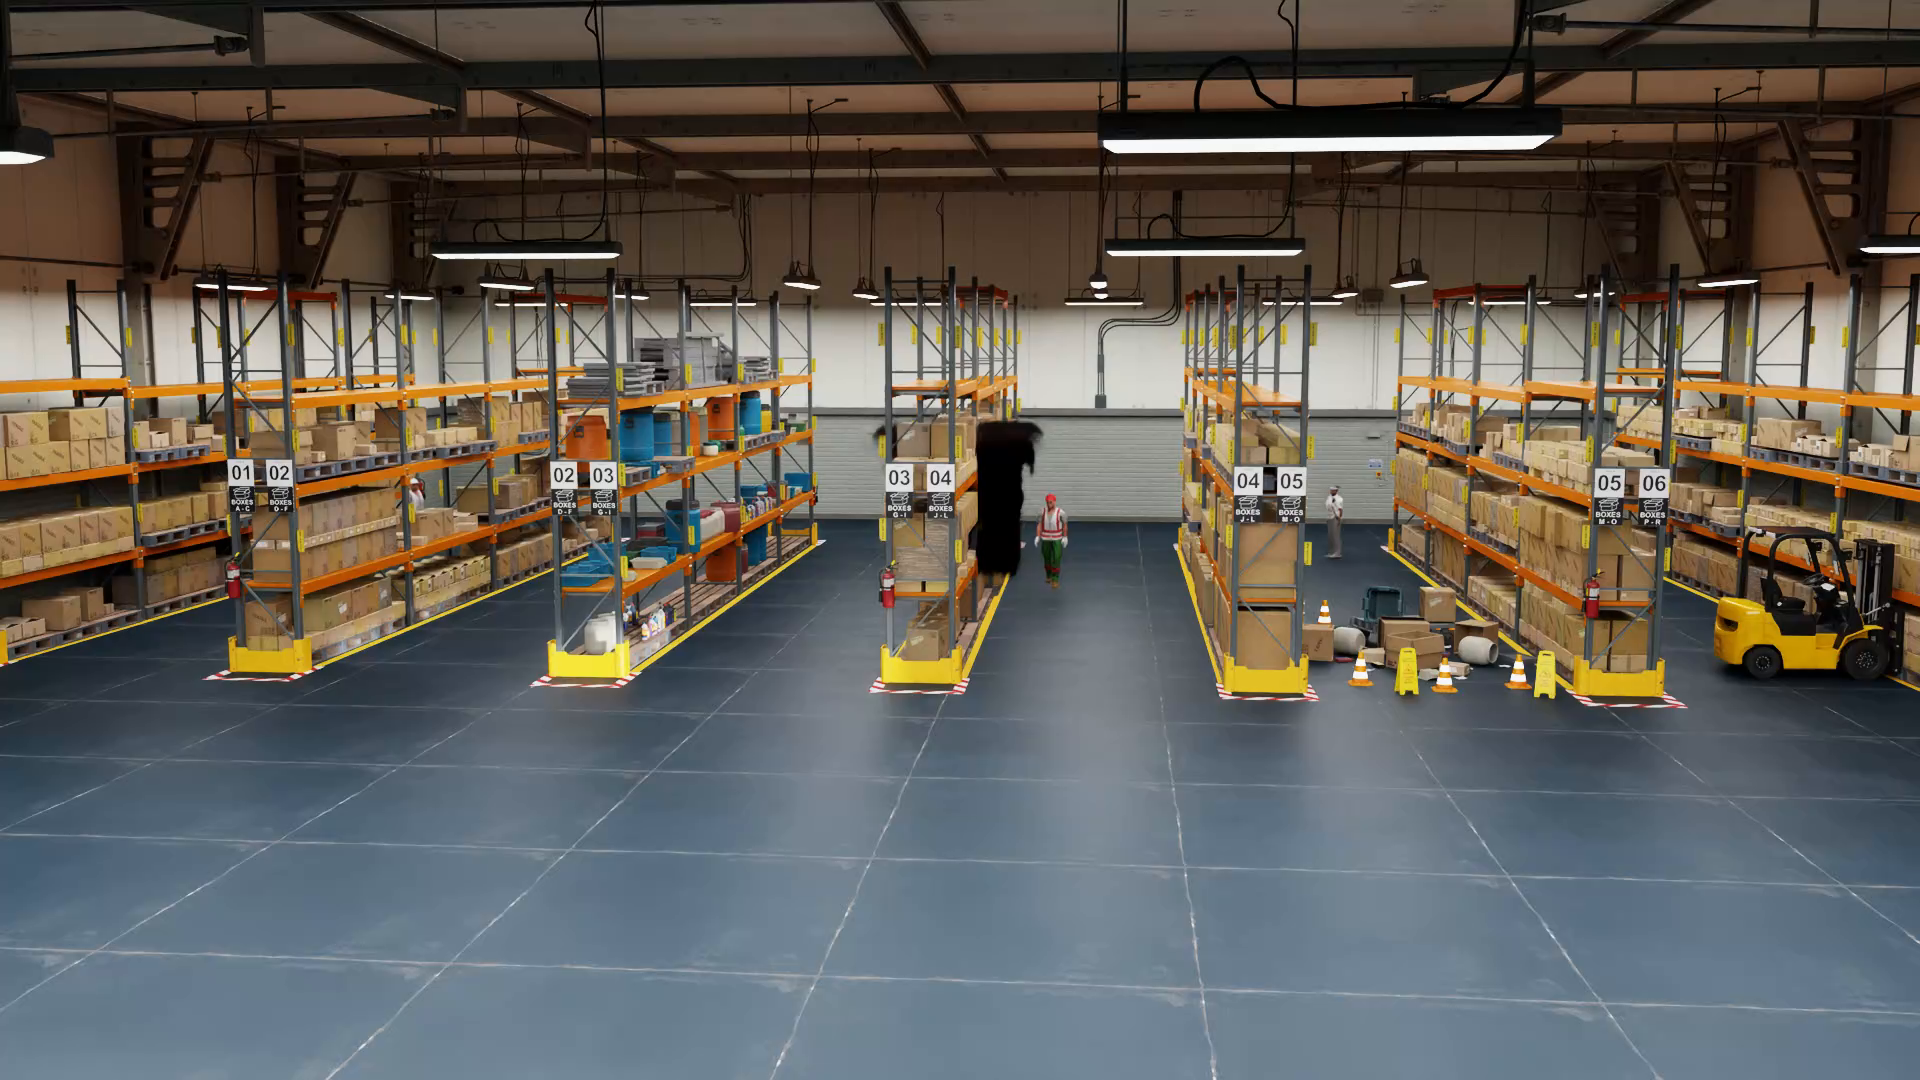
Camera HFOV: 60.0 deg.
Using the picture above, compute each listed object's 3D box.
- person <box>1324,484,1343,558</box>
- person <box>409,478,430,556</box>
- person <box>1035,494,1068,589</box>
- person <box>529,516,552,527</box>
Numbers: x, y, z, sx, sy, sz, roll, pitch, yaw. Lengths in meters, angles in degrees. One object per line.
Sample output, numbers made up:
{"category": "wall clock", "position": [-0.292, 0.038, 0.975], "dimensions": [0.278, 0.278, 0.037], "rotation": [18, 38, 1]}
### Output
{"category": "person", "position": [8.526, -0.426, 37.995], "dimensions": [0.365, 1.732, 0.502], "rotation": [-1, 7, -9]}
{"category": "person", "position": [-12.456, -0.514, 38.142], "dimensions": [0.383, 1.811, 0.568], "rotation": [2, 7, 15]}
{"category": "person", "position": [1.733, -0.002, 31.537], "dimensions": [0.624, 1.752, 0.964], "rotation": [1, 7, 5]}
{"category": "person", "position": [-10.469, -1.009, 42.227], "dimensions": [1.029, 1.703, 0.698], "rotation": [0, 7, -3]}
